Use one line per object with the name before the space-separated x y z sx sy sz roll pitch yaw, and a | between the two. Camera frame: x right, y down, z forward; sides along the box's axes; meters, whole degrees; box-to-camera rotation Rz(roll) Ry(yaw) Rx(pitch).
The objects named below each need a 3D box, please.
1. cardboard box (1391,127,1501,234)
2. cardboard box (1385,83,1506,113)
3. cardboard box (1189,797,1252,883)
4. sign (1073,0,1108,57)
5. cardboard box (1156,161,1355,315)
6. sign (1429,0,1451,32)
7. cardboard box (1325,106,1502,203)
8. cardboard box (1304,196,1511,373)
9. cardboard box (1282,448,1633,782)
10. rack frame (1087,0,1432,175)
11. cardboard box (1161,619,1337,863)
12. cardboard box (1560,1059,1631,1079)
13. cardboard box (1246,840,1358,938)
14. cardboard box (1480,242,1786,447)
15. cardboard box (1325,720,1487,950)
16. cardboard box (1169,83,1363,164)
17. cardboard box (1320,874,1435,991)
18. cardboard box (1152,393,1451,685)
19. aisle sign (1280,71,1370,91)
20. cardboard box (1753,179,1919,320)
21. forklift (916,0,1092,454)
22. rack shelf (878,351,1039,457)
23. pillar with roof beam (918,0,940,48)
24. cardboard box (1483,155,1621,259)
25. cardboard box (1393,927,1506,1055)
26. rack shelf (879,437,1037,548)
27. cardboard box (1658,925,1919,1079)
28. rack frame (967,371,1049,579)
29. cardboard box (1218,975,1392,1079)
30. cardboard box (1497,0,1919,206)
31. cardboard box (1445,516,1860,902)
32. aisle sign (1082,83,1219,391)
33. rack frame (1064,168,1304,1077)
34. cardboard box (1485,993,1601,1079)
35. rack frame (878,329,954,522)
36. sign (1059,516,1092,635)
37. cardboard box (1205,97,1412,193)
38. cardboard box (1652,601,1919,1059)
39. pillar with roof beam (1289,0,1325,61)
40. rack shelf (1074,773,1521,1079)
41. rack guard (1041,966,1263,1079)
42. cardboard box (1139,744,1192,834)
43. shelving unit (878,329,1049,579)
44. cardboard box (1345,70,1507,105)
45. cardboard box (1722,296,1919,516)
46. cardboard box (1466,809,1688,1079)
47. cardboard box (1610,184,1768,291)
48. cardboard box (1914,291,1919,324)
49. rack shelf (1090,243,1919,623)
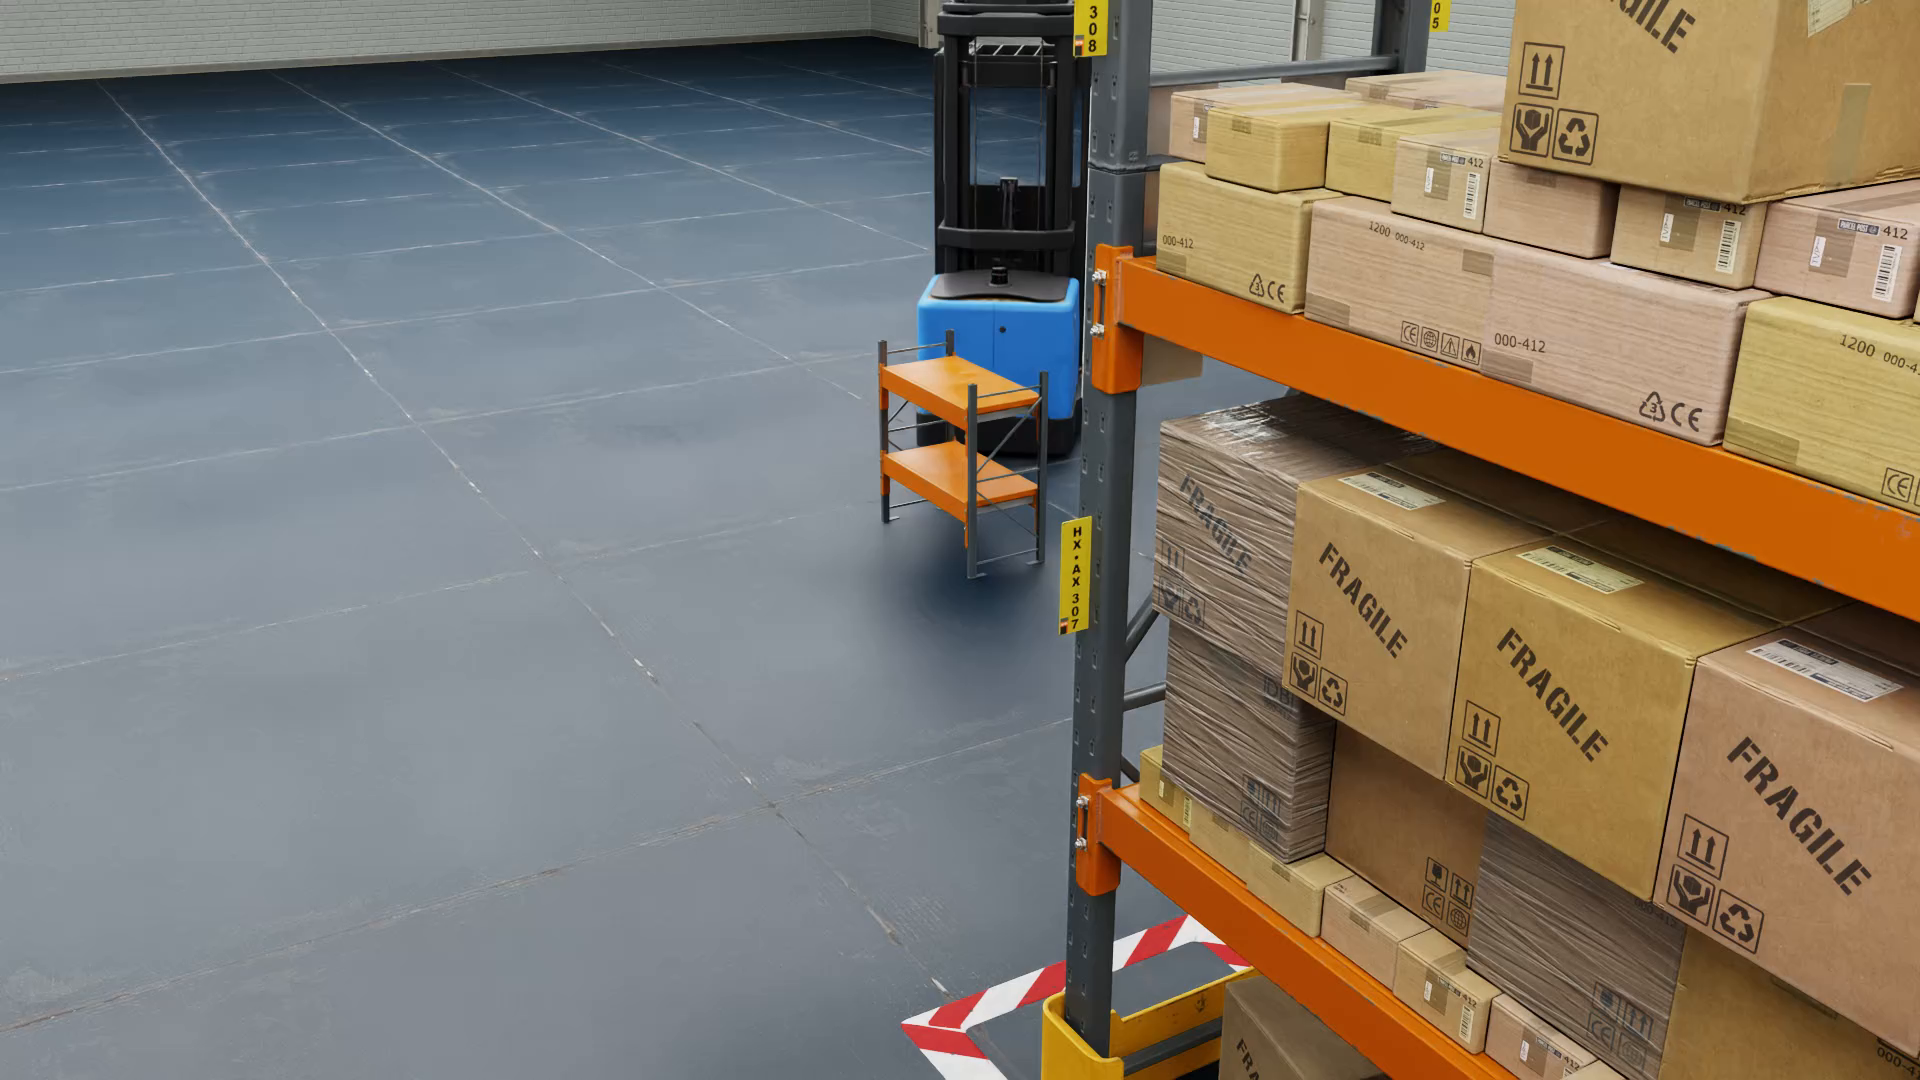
cardboard box | 1.081 -0.716 3.275 0.380 0.149 0.250 -12 25 -26
cardboard box | 1.219 -0.975 3.913 0.380 0.149 0.250 -14 26 -30
cardboard box | 0.829 0.732 4.360 0.380 0.149 0.250 -13 25 -28
sign | 0.311 -1.297 3.875 0.100 0.325 0.005 -13 25 -28
cardboard box | 0.801 -0.721 3.818 0.500 0.250 0.500 -12 25 -27
sign | 1.265 -1.507 4.376 0.100 0.325 0.005 -13 25 -28
cardboard box | 1.003 -0.818 3.526 0.380 0.149 0.250 -13 26 -29
cardboard box | 1.070 -0.556 3.411 0.500 0.250 0.500 -13 26 -29
cardboard box | 1.073 0.139 3.629 0.500 0.500 0.500 -13 25 -28
rack frame | 0.777 -2.386 3.731 1.000 3.000 0.127 -13 25 -28
cardboard box | 1.035 0.392 4.335 0.875 0.500 0.500 -13 25 -28
cardboard box | 1.401 1.152 3.328 0.380 0.149 0.250 -13 25 -28
cardboard box | 0.944 0.816 4.154 0.380 0.149 0.250 -13 25 -28
cardboard box | 1.319 -0.395 3.014 0.500 0.250 0.500 -13 25 -28
cardboard box | 1.393 0.531 3.994 0.875 0.500 0.500 -13 25 -28
cardboard box | 0.719 -0.978 3.921 0.380 0.149 0.250 -13 25 -29
cardboard box | 1.089 0.893 3.965 0.380 0.149 0.250 -13 25 -28
cardboard box | 0.824 -0.024 4.031 0.500 0.500 0.500 -13 25 -28
aisle sign | 1.003 -0.889 4.563 0.394 0.787 0.004 -13 25 -28
cardboard box | 1.522 -0.479 2.692 0.380 0.149 0.250 -13 25 -29
forklift | 0.392 -2.445 11.934 1.130 2.935 3.031 3 22 6
rack shelf | 0.003 -0.790 9.484 0.538 0.278 1.000 -13 25 -28
pillar with roof beam | -4.372 -14.067 32.470 9.100 9.000 0.400 -13 25 -28
cardboard box | 1.202 -0.636 3.079 0.380 0.149 0.250 -13 25 -28
cardboard box | 1.211 0.975 3.762 0.380 0.149 0.250 -13 25 -28
rack shelf | 0.003 -0.292 9.686 0.538 0.278 1.000 -13 25 -28
cardboard box | 1.857 0.865 3.171 0.875 0.500 0.500 -13 25 -28
rack frame | 0.263 -0.354 9.189 0.500 1.125 0.032 -13 25 -28
cardboard box | 1.082 1.562 4.747 0.500 0.500 0.500 -8 23 -18
cardboard box | 1.303 -0.880 2.817 0.500 0.500 0.500 -13 25 -28
cardboard box | 1.330 0.301 3.232 0.500 0.500 0.500 -13 25 -28
aisle sign | 0.488 -0.774 4.279 0.394 0.787 0.004 -13 25 -28
rack frame | 0.777 0.393 4.861 1.000 3.000 0.127 -13 25 -28
cardboard box | 1.362 1.051 3.576 0.380 0.149 0.250 -13 25 -28
rack frame | -0.256 -0.683 9.999 0.500 1.125 0.032 -13 25 -28
sign | 0.311 0.096 4.441 0.100 0.325 0.005 -13 25 -28
cardboard box | 0.768 -0.876 3.668 0.380 0.149 0.250 -12 25 -27
cardboard box | 1.590 0.462 2.836 0.500 0.500 0.500 -13 25 -28
pillar with roof beam | 1.758 -10.183 22.913 9.100 9.000 0.400 -13 25 -28
rack shelf | 1.799 1.374 3.404 1.077 0.370 4.000 -13 25 -28
rack guard | 0.816 1.576 5.271 1.175 0.500 0.348 -13 25 -28
cardboard box | 0.718 0.648 4.568 0.380 0.149 0.250 -13 25 -28
shelving unit | 0.003 -0.519 9.594 0.538 1.125 1.048 -13 25 -28
cardboard box | 1.187 -1.082 4.176 0.380 0.149 0.250 -13 25 -28
cardboard box | 1.590 -0.227 2.602 0.500 0.250 0.500 -12 25 -27
cardboard box | 1.611 0.701 3.575 0.875 0.500 0.500 -13 25 -28
cardboard box | 1.354 -0.551 2.869 0.380 0.149 0.250 -14 26 -31
cardboard box | 1.666 -0.396 2.489 0.380 0.149 0.250 -14 26 -30
rack shelf | 1.799 -0.016 2.839 1.077 0.370 4.000 -13 25 -28
